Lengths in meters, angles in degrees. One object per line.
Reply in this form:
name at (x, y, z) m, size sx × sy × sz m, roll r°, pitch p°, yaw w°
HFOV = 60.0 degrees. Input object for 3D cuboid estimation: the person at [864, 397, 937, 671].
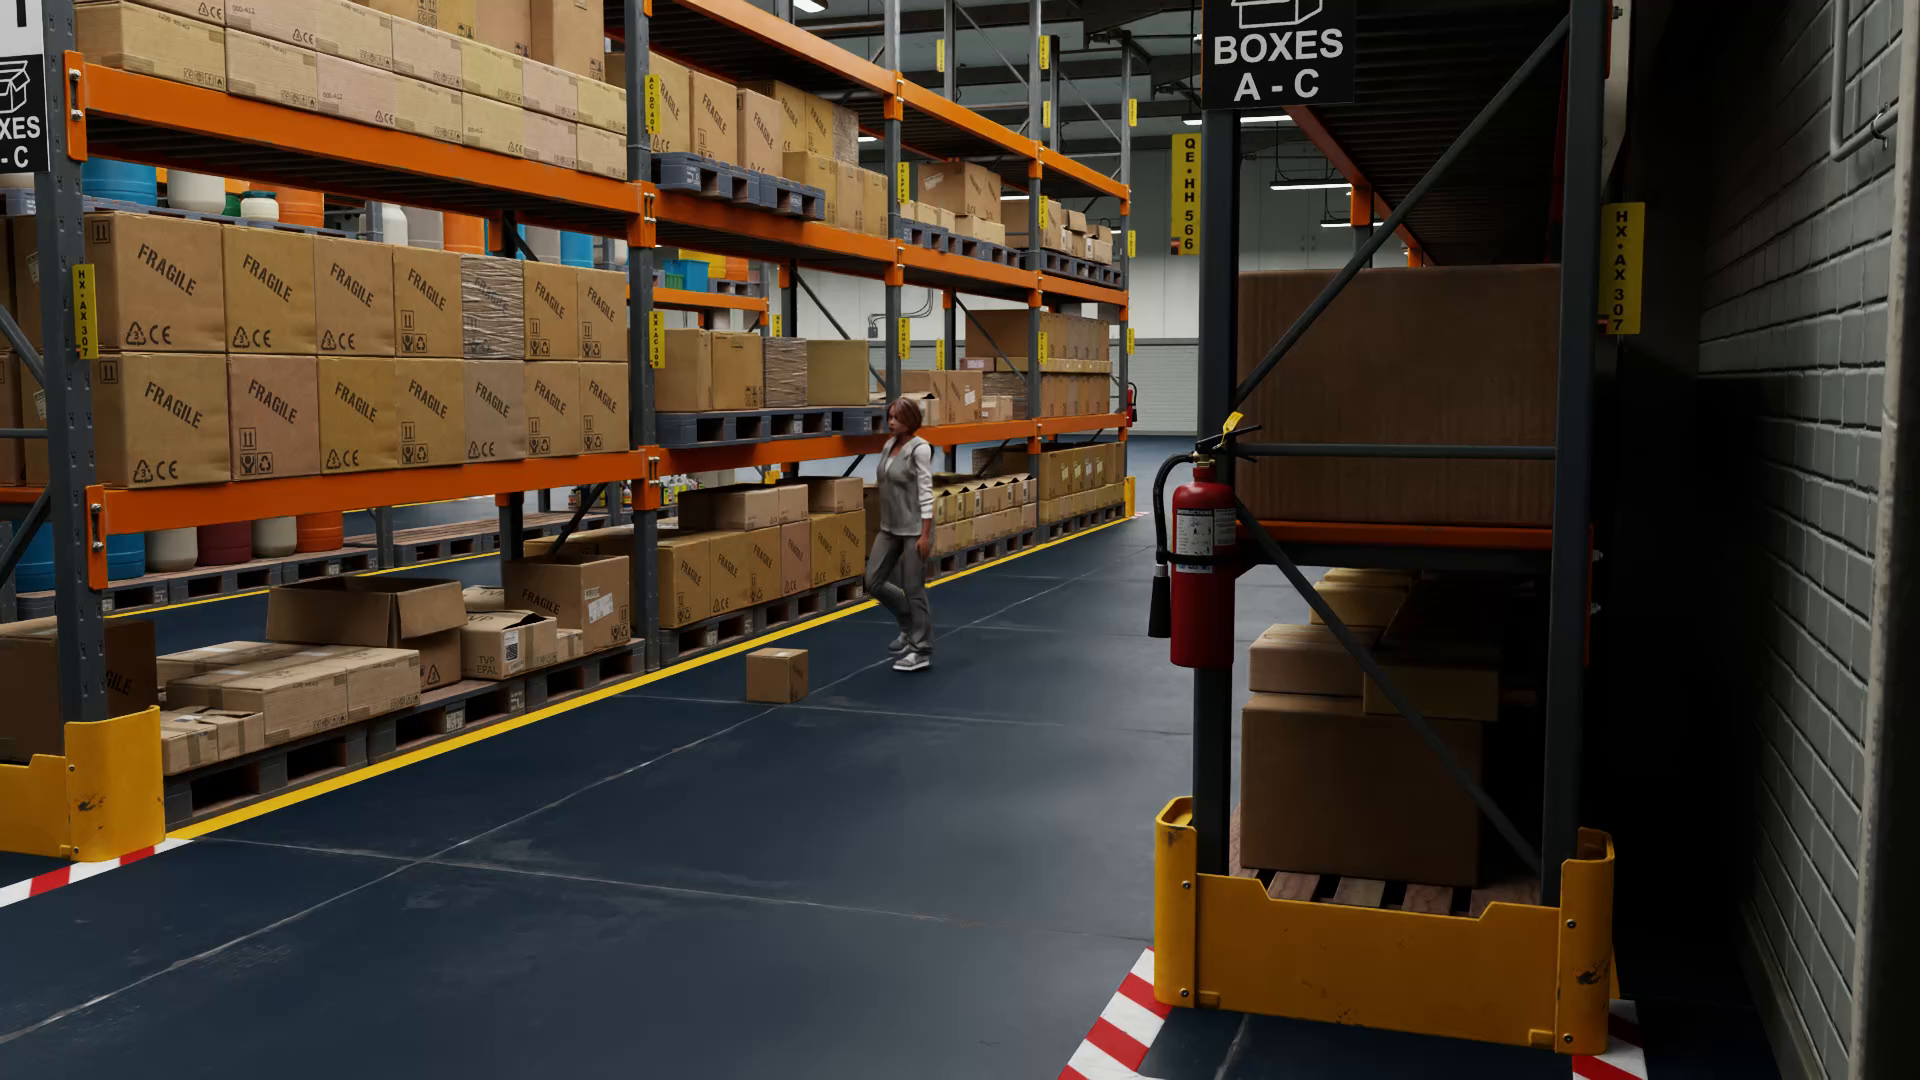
person at (-0.304, -0.034, 9.685) m, size 0.428 × 1.596 × 0.463 m, roll -5°, pitch 7°, yaw -41°
